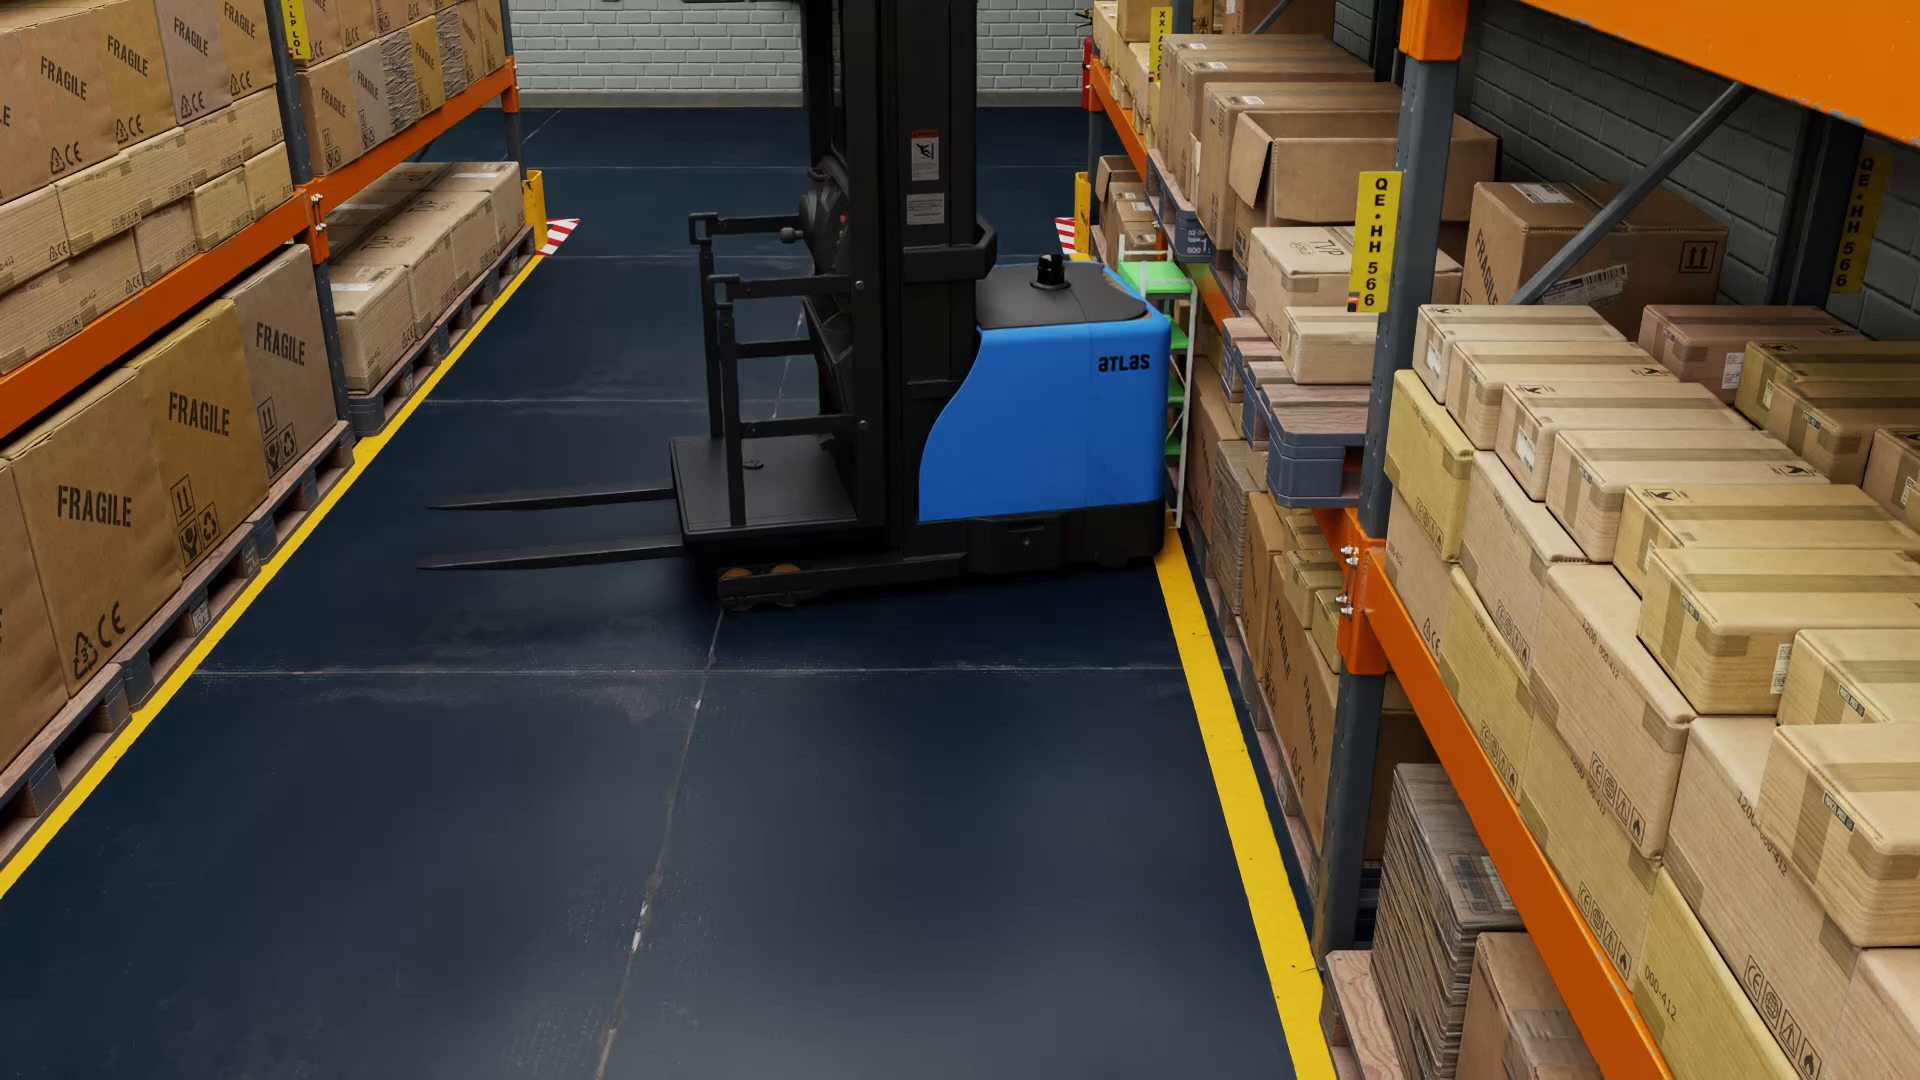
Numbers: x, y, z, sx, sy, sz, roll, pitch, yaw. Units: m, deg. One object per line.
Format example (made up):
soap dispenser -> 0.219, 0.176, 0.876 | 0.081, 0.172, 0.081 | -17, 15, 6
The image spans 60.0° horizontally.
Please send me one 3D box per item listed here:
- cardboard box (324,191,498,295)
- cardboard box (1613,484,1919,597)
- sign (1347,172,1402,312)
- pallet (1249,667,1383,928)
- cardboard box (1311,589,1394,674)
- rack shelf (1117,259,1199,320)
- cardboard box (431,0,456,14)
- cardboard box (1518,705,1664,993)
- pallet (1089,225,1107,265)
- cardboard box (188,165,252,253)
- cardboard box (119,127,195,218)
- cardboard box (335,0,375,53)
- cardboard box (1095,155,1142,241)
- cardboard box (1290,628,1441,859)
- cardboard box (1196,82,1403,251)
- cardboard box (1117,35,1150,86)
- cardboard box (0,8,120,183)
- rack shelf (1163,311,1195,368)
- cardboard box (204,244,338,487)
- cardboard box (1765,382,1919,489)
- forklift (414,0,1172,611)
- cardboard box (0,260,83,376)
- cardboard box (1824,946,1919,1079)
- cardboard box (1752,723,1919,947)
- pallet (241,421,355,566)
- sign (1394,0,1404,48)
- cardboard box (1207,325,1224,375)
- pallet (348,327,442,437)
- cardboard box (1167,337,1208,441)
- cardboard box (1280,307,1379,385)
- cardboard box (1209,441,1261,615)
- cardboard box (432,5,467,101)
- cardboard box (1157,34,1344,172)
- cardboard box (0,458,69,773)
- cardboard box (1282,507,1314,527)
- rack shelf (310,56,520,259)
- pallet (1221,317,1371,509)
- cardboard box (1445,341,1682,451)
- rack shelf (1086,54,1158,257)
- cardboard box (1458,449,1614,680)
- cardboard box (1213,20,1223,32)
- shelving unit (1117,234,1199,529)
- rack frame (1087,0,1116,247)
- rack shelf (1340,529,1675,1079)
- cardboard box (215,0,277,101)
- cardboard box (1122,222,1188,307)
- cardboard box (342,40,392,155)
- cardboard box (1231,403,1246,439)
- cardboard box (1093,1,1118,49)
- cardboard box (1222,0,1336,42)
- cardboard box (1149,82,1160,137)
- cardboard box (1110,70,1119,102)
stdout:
cardboard box -> -3.433, -1.841, 10.281 | 0.875, 0.438, 0.875 | 0, 24, 1
cardboard box -> 1.282, 0.025, 2.646 | 0.380, 0.149, 0.250 | 0, 24, 0
sign -> 0.949, -0.678, 3.801 | 0.100, 0.325, 0.005 | 0, 24, -1
pallet -> 1.522, 0.770, 5.292 | 1.003, 0.211, 1.213 | 0, 24, -1
cardboard box -> 1.233, 0.256, 4.780 | 0.380, 0.149, 0.250 | -1, 24, -3
rack shelf -> 0.844, -1.080, 7.161 | 0.258, 0.148, 0.480 | -2, 24, -5
cardboard box -> -3.278, -3.350, 9.683 | 0.500, 0.500, 0.500 | 0, 24, -1
cardboard box -> 1.266, 0.479, 2.734 | 0.500, 0.250, 0.500 | -1, 24, -2
pallet -> 1.415, -1.859, 11.105 | 1.003, 0.211, 1.213 | 0, 24, -1
cardboard box -> -3.254, -1.356, 6.789 | 0.500, 0.250, 0.500 | -1, 24, -1
cardboard box -> -3.243, -1.377, 6.230 | 0.500, 0.250, 0.500 | 0, 24, 1
cardboard box -> -3.277, -2.724, 8.299 | 0.500, 0.500, 0.500 | -1, 24, -1
cardboard box -> 1.317, -2.291, 11.196 | 0.797, 0.503, 0.637 | -1, 24, -3
cardboard box -> 1.272, 0.581, 4.849 | 0.500, 0.500, 0.500 | 0, 24, 1
cardboard box -> 1.244, -1.341, 5.945 | 0.700, 0.500, 0.500 | 0, 24, -1
cardboard box -> 1.182, -2.741, 9.493 | 0.500, 0.250, 0.500 | -1, 24, -2
cardboard box -> -3.240, -1.500, 5.593 | 0.500, 0.500, 0.500 | 0, 24, 0
rack shelf -> 0.841, -0.860, 7.257 | 0.258, 0.148, 0.480 | -2, 24, -5
cardboard box -> -3.428, -0.786, 7.416 | 0.875, 0.875, 0.875 | 0, 24, 1
cardboard box -> 1.754, -0.187, 3.115 | 0.380, 0.149, 0.250 | 0, 24, -1
forklift -> -0.714, -1.290, 6.546 | 3.031, 2.935, 1.130 | -5, 25, -11
cardboard box -> -3.248, -0.732, 5.409 | 0.500, 0.250, 0.500 | 1, 24, 1
cardboard box -> 1.262, 0.672, 1.700 | 0.500, 0.250, 0.500 | 0, 24, 0
cardboard box -> 1.186, 0.339, 1.952 | 0.380, 0.149, 0.250 | -1, 24, -2
pallet -> -3.431, -0.229, 7.501 | 1.003, 0.211, 1.213 | 0, 24, -1
sign -> 2.003, -2.373, 7.452 | 0.100, 0.325, 0.005 | 0, 24, -1
cardboard box -> 1.281, -0.821, 7.162 | 0.380, 0.149, 0.250 | -1, 24, -3
pallet -> -3.445, -0.861, 8.897 | 1.003, 0.211, 1.213 | 0, 24, -1
cardboard box -> 1.229, -0.694, 7.667 | 0.500, 0.500, 0.500 | 1, 24, 2
cardboard box -> 1.101, -0.539, 4.597 | 0.380, 0.149, 0.250 | 0, 24, 0
cardboard box -> 1.245, -0.055, 6.255 | 0.500, 0.500, 0.500 | -1, 24, -2
cardboard box -> -3.283, -2.895, 9.890 | 0.500, 0.500, 0.500 | 0, 24, 1
cardboard box -> 1.230, -1.878, 7.131 | 0.700, 0.500, 0.500 | 0, 24, 1
cardboard box -> -3.396, 0.322, 4.966 | 0.875, 0.875, 0.875 | 0, 24, -1
cardboard box -> 1.283, -0.074, 5.509 | 0.380, 0.149, 0.250 | 0, 24, 1
rack shelf -> -3.537, -2.314, 9.599 | 1.077, 0.370, 4.000 | 0, 24, -1
pallet -> 1.414, -0.385, 4.694 | 1.213, 0.211, 1.003 | 0, 24, -1
cardboard box -> 1.205, -0.292, 3.346 | 0.380, 0.149, 0.250 | 0, 24, 1
rack shelf -> 1.426, -2.338, 9.652 | 1.077, 0.370, 4.000 | 0, 24, -1
cardboard box -> 1.257, 0.038, 3.102 | 0.500, 0.250, 0.500 | 0, 24, 1
cardboard box -> 1.680, -2.952, 9.958 | 0.500, 0.250, 0.500 | 1, 24, 1
shelving unit -> 0.839, -0.698, 7.327 | 0.258, 1.200, 0.503 | -2, 24, -5
rack frame -> 1.405, -3.490, 11.326 | 1.000, 3.000, 0.127 | 0, 24, -1
rack shelf -> 1.514, 0.959, 2.363 | 1.077, 0.370, 4.000 | 0, 24, -1
cardboard box -> -3.259, -2.136, 6.998 | 0.500, 0.500, 0.500 | 1, 24, 1
cardboard box -> 1.298, -1.509, 9.471 | 0.700, 0.500, 0.500 | -1, 24, -3
cardboard box -> -3.260, -2.265, 8.497 | 0.500, 0.500, 0.500 | 0, 24, 0
cardboard box -> 1.263, -0.503, 6.458 | 0.380, 0.149, 0.250 | 1, 24, 1
cardboard box -> 1.140, -3.369, 10.879 | 0.500, 0.250, 0.500 | 0, 24, 0
cardboard box -> 1.698, -2.865, 8.856 | 0.500, 0.500, 0.500 | -1, 24, -2
cardboard box -> 1.199, -2.117, 8.113 | 0.500, 0.250, 0.500 | 0, 24, 1
cardboard box -> 1.098, -2.707, 9.901 | 0.380, 0.149, 0.250 | -1, 24, -2
